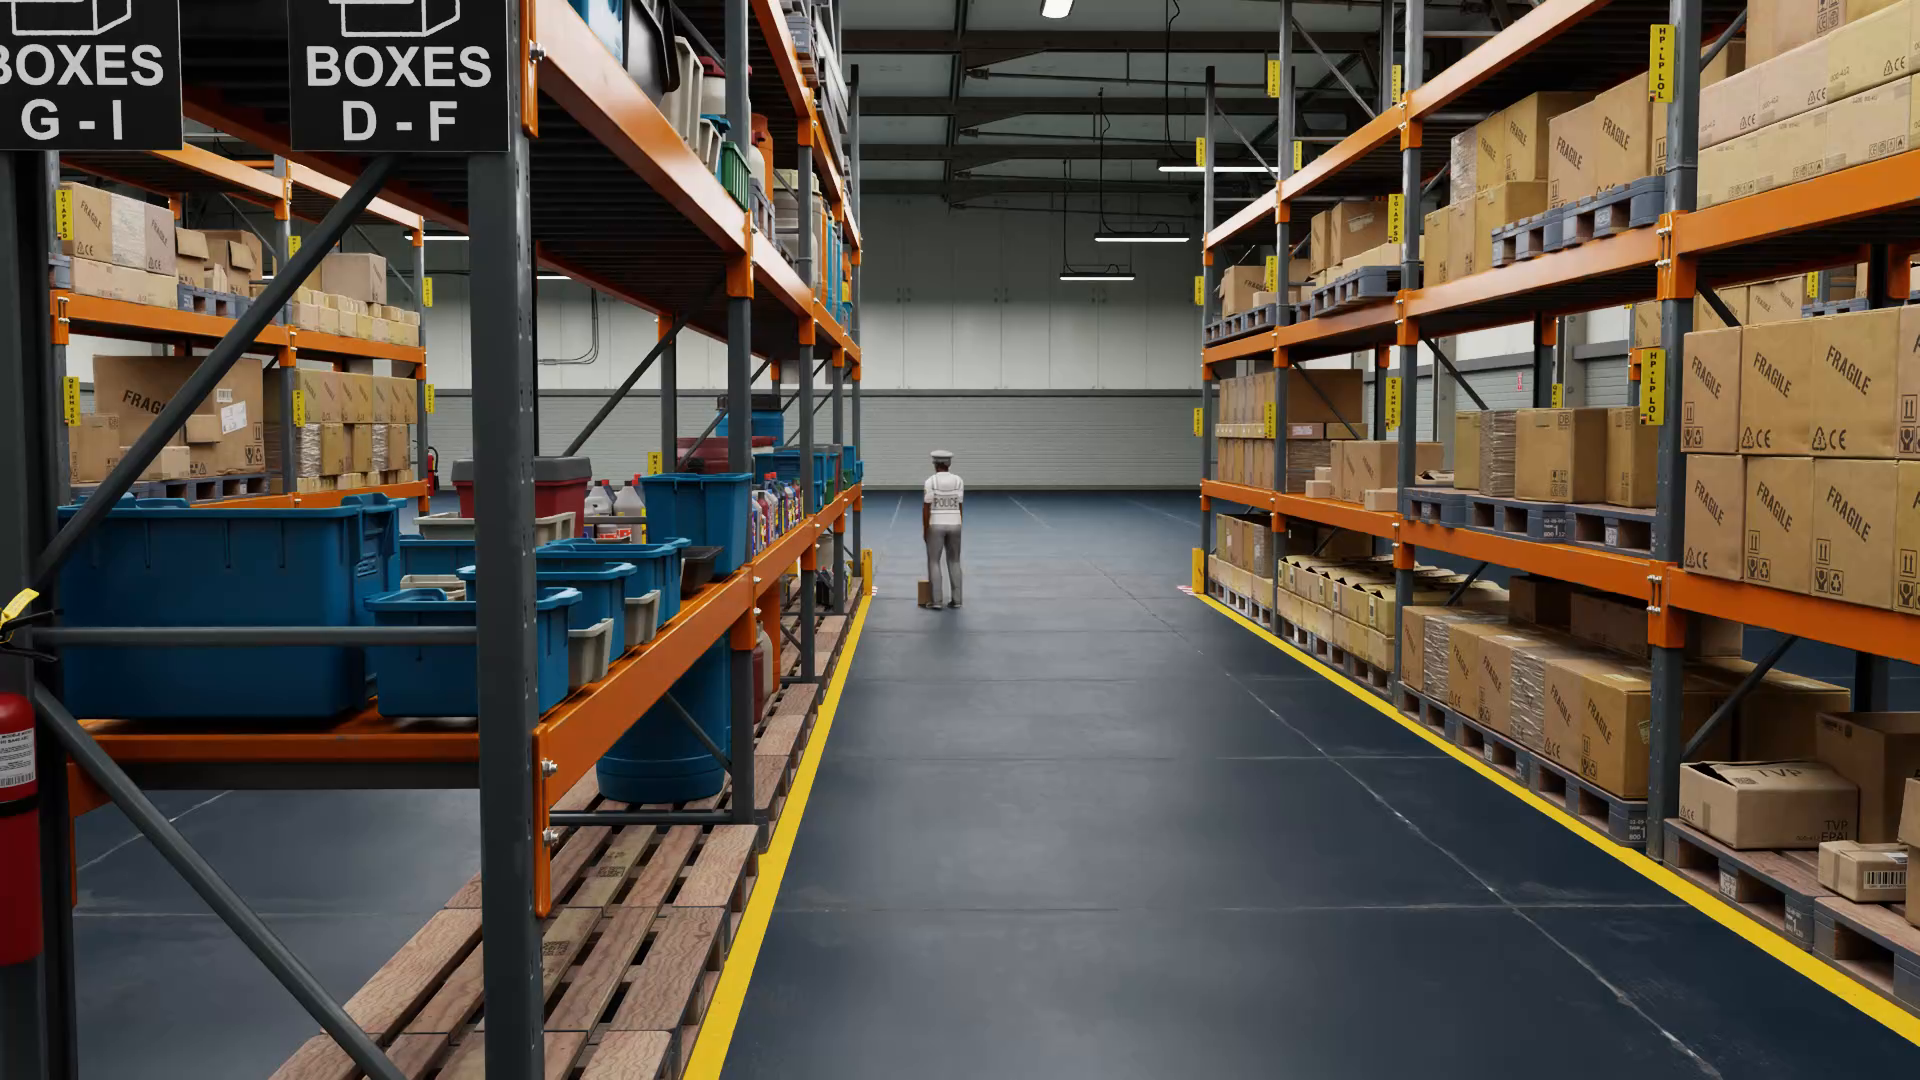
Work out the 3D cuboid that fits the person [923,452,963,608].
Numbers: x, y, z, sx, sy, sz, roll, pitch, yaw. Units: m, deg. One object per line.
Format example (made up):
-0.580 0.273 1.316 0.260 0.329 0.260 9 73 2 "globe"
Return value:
-0.189 -0.102 17.590 0.438 1.658 0.341 -1 4 -19 "person"
